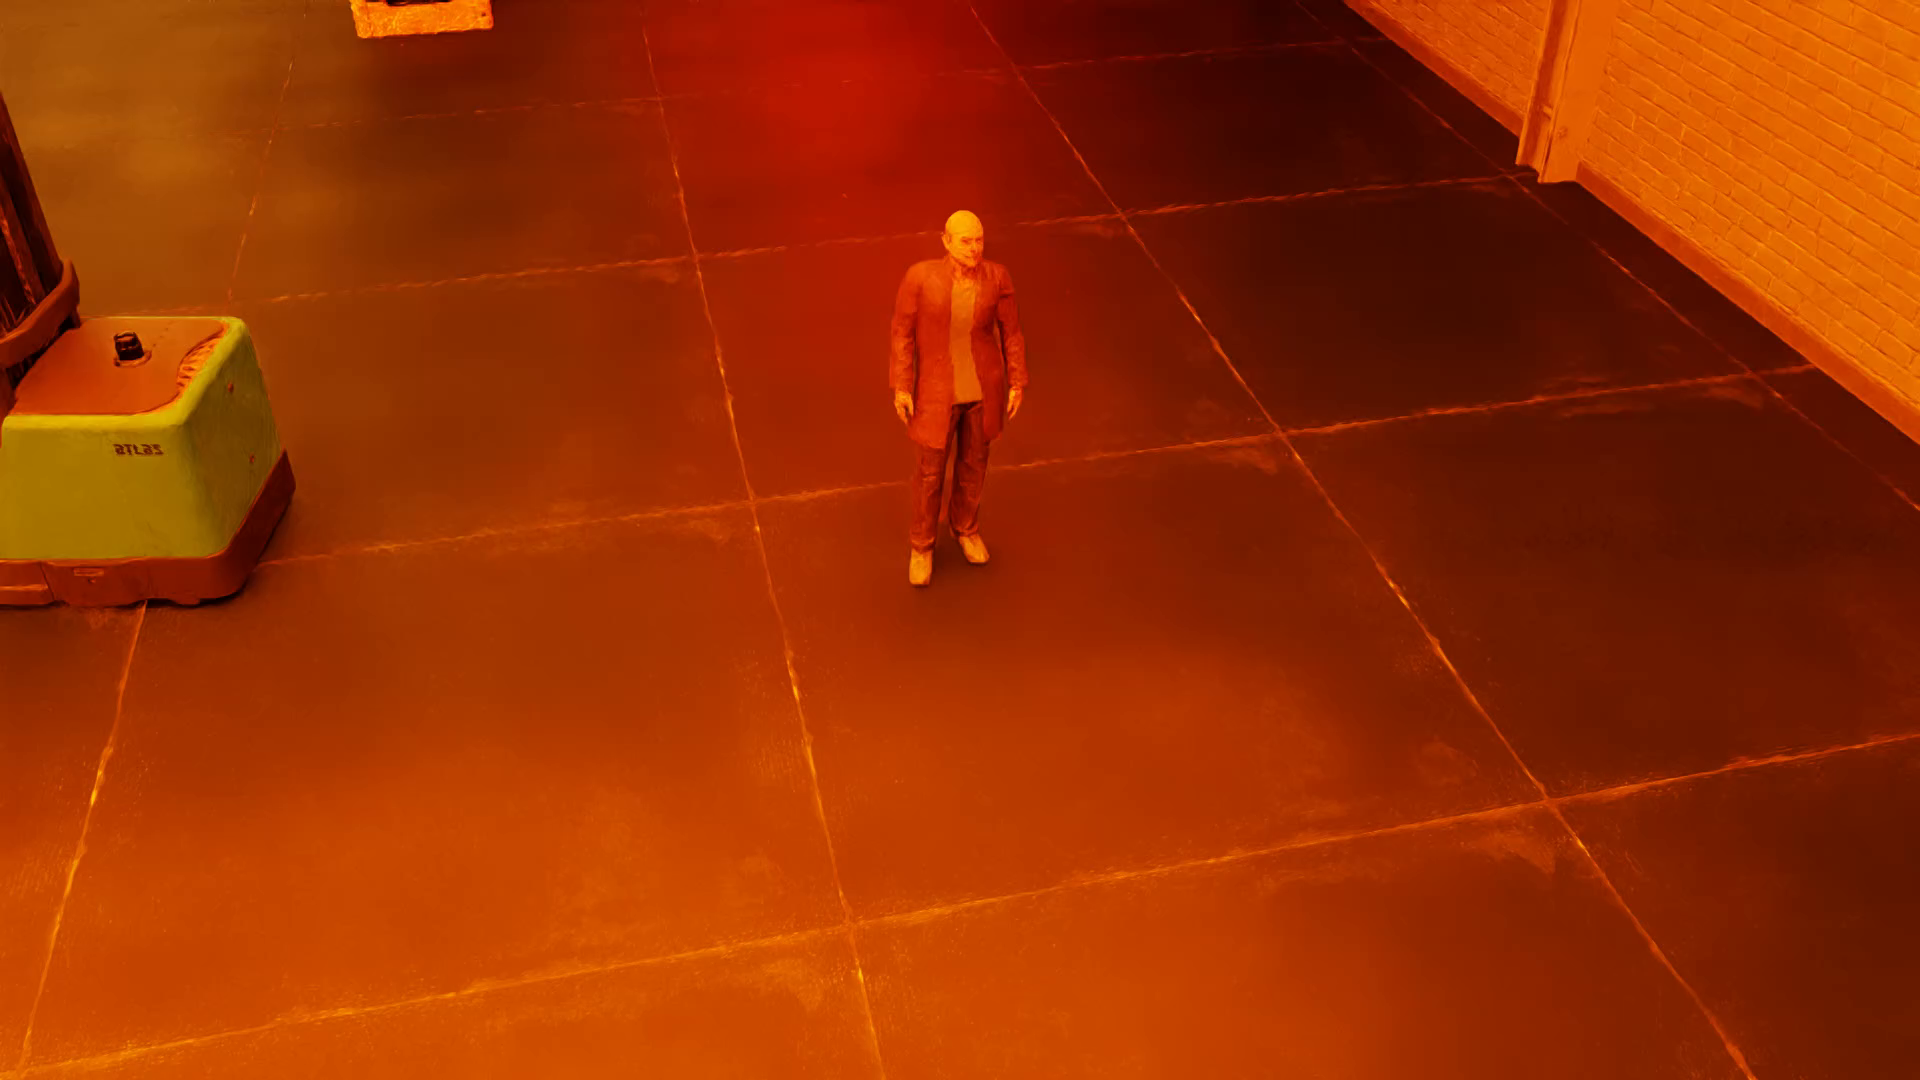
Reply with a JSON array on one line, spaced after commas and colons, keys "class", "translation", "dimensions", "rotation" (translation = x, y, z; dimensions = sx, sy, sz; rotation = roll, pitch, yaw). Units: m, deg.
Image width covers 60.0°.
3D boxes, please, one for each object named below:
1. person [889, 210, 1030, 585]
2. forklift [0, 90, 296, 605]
[{"class": "person", "translation": [0.017, -0.673, 7.961], "dimensions": [0.694, 1.776, 0.575], "rotation": [-8, 36, -11]}, {"class": "forklift", "translation": [-5.028, -1.139, 7.633], "dimensions": [3.031, 2.935, 1.130], "rotation": [-1, 36, -1]}]
